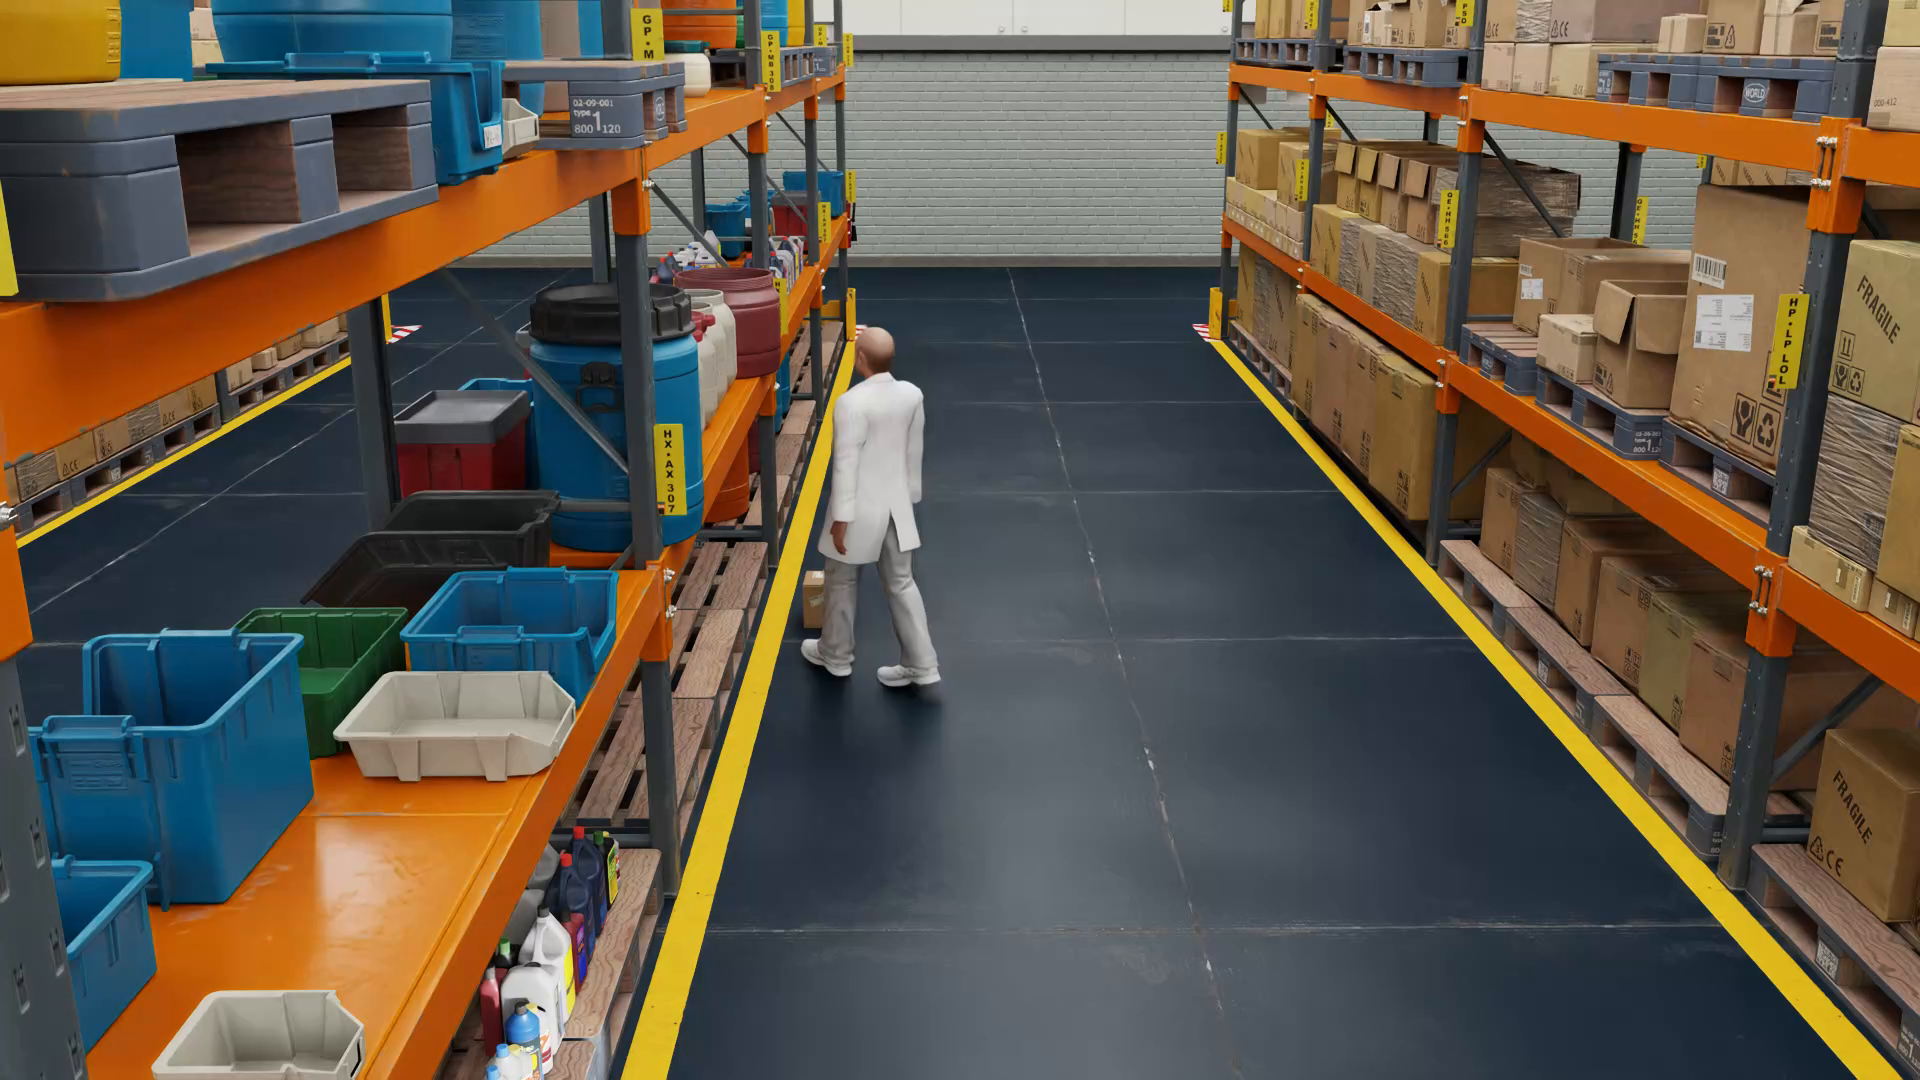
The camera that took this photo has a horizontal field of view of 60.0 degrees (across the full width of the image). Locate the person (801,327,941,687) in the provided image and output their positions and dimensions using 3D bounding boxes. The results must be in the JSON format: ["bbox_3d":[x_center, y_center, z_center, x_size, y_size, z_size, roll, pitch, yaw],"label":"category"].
[{"bbox_3d":[-0.450,-0.164,8.097,0.607,1.765,0.870,-14,22,-38],"label":"person"}]
